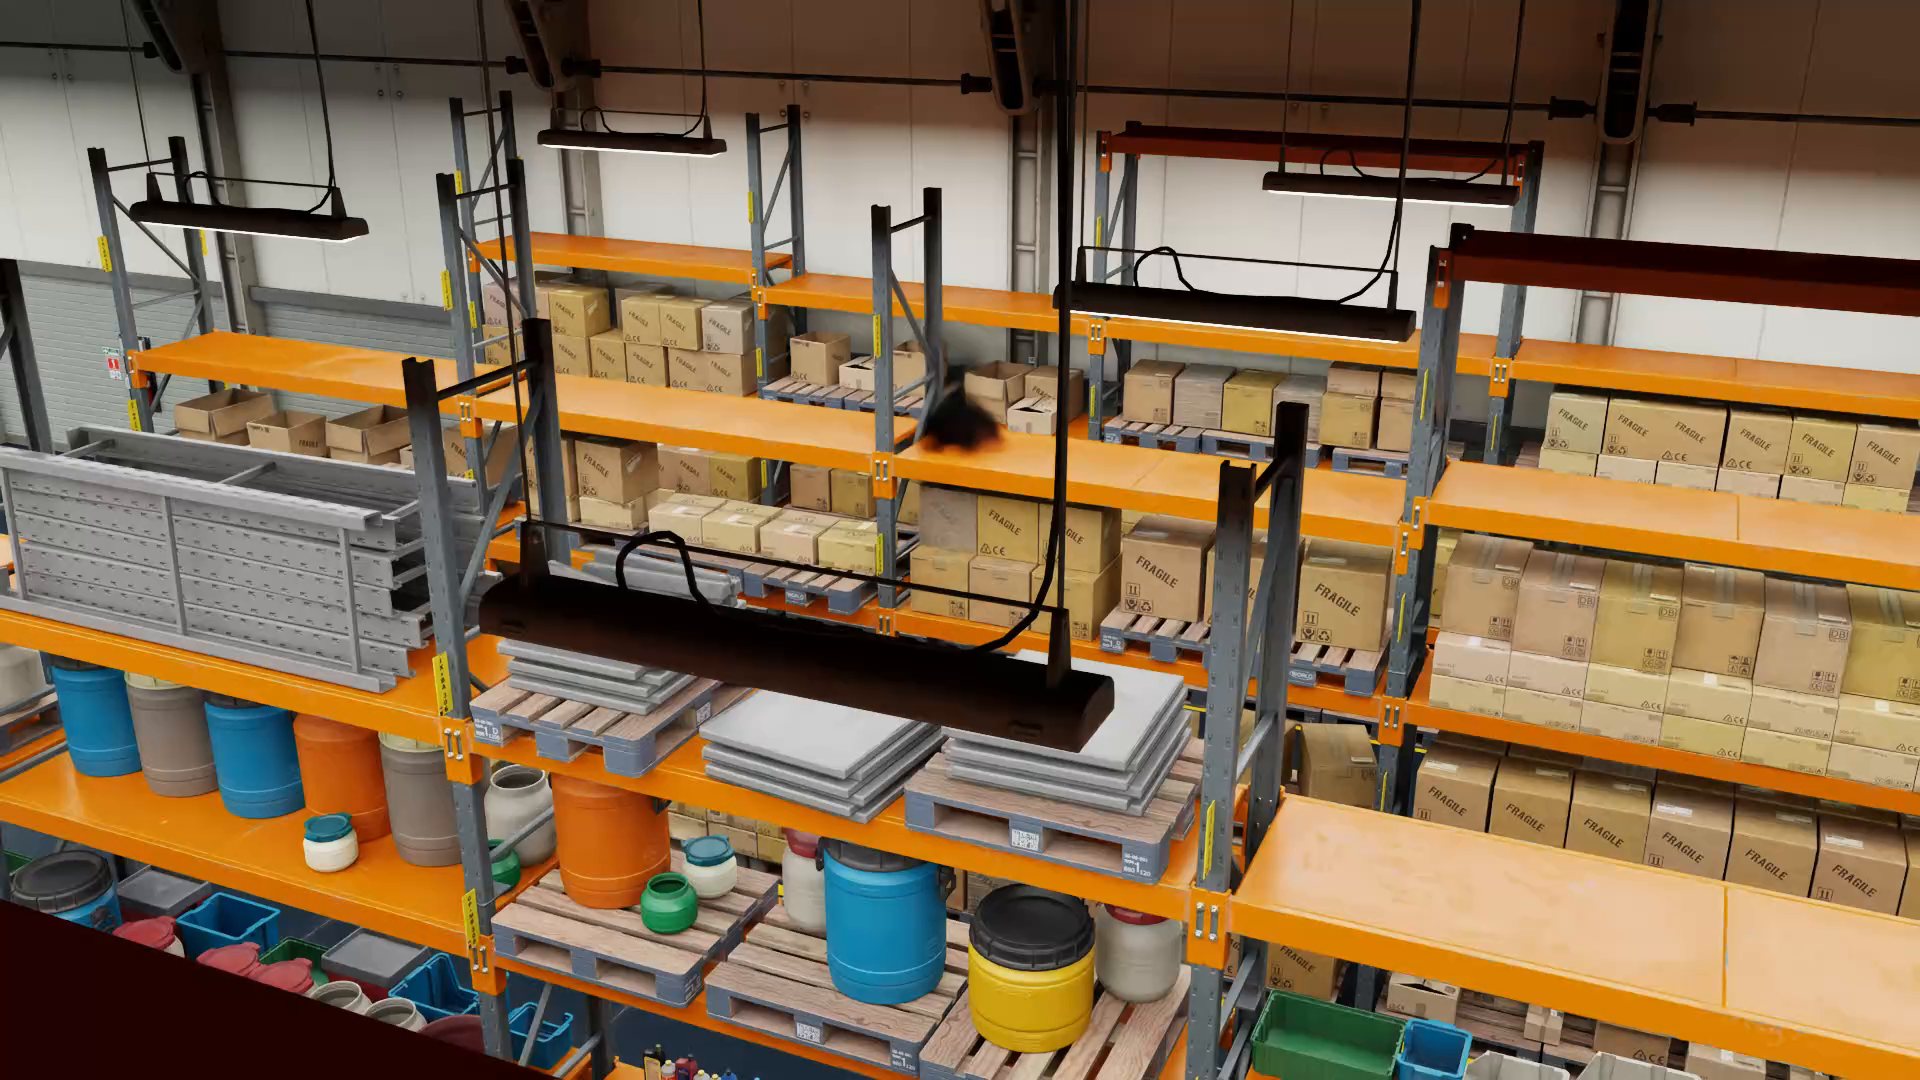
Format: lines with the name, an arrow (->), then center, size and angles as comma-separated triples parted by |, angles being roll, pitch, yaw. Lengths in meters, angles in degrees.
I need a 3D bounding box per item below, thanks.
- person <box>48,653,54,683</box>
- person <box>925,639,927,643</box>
person -> -9.370, 1.035, 17.515 | 0.698, 1.745, 1.049 | 18, 27, 40
person -> -0.179, 1.700, 15.927 | 0.616, 1.612, 0.595 | 4, 21, 10
